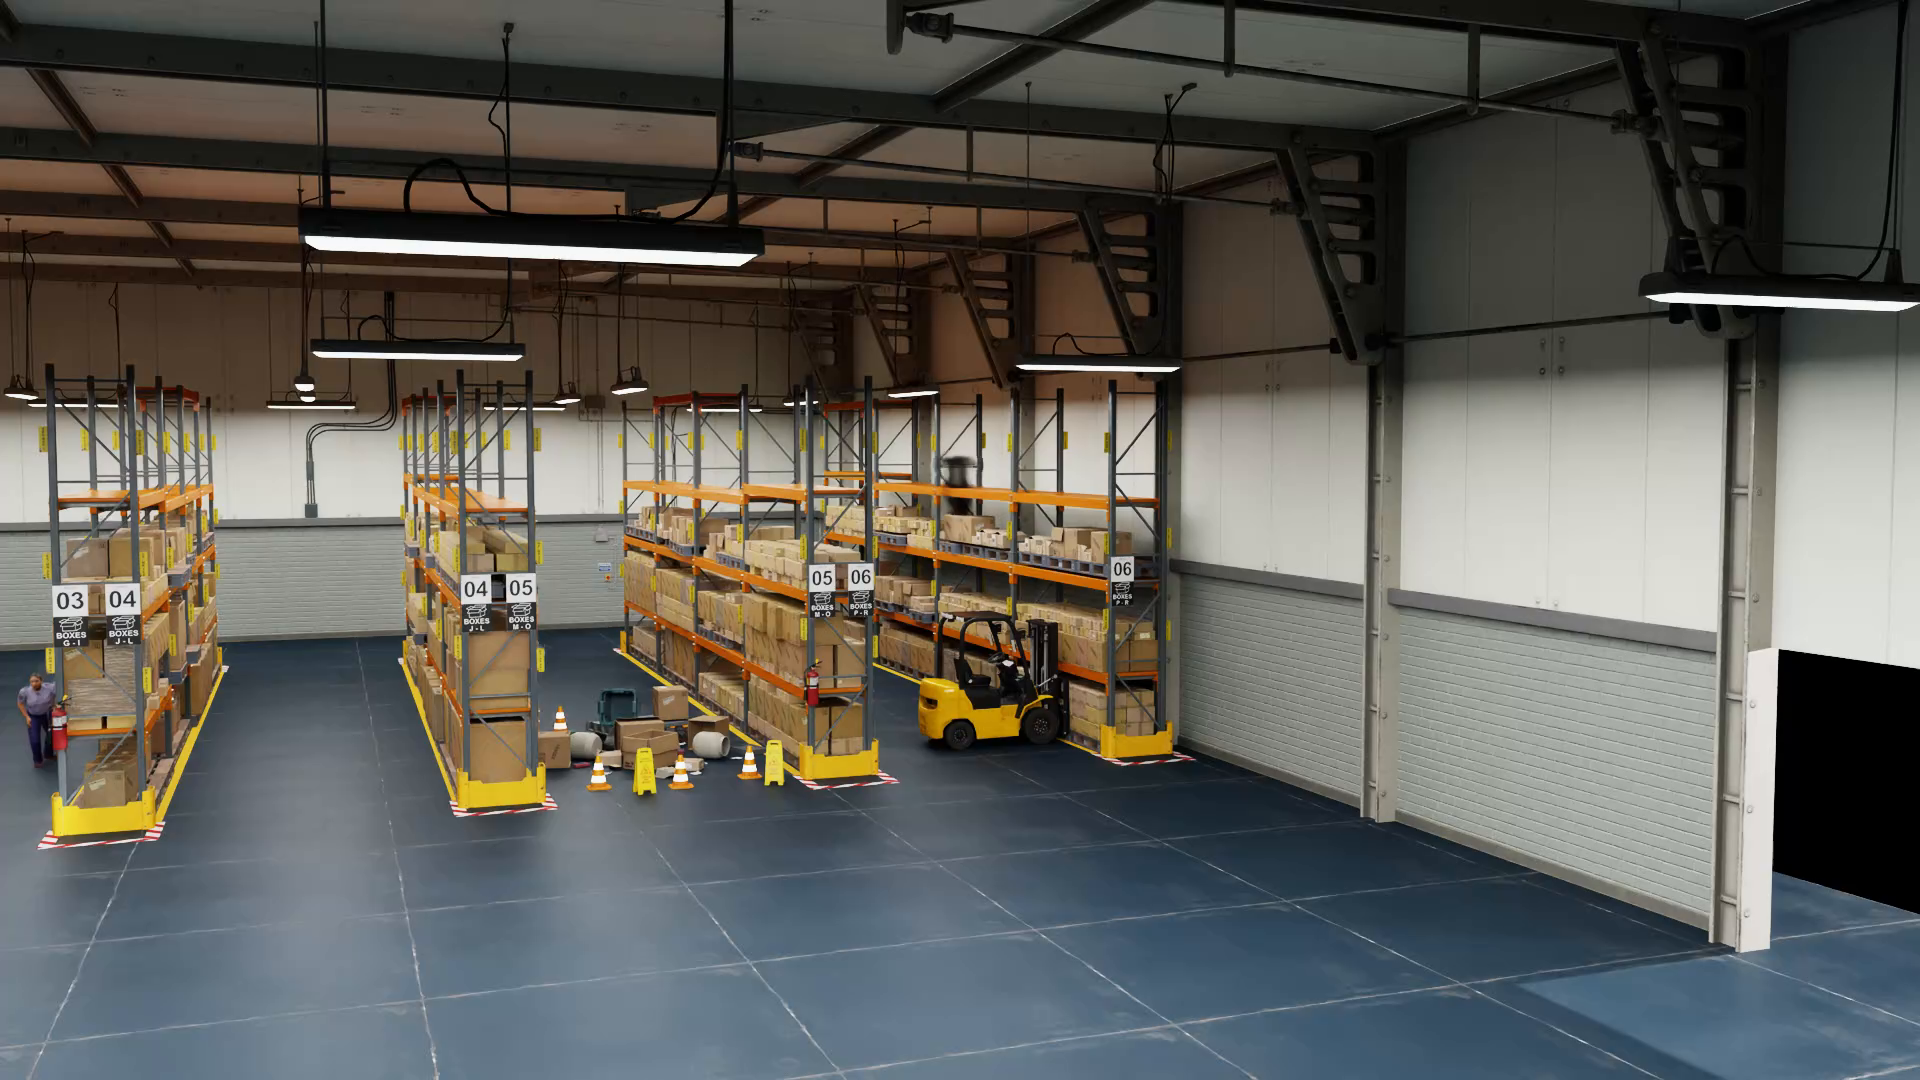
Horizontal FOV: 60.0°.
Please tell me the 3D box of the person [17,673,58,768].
[{"bbox_3d":[-14.205,2.755,25.703,0.665,1.510,0.812,-3,5,-42],"label":"person"}]
